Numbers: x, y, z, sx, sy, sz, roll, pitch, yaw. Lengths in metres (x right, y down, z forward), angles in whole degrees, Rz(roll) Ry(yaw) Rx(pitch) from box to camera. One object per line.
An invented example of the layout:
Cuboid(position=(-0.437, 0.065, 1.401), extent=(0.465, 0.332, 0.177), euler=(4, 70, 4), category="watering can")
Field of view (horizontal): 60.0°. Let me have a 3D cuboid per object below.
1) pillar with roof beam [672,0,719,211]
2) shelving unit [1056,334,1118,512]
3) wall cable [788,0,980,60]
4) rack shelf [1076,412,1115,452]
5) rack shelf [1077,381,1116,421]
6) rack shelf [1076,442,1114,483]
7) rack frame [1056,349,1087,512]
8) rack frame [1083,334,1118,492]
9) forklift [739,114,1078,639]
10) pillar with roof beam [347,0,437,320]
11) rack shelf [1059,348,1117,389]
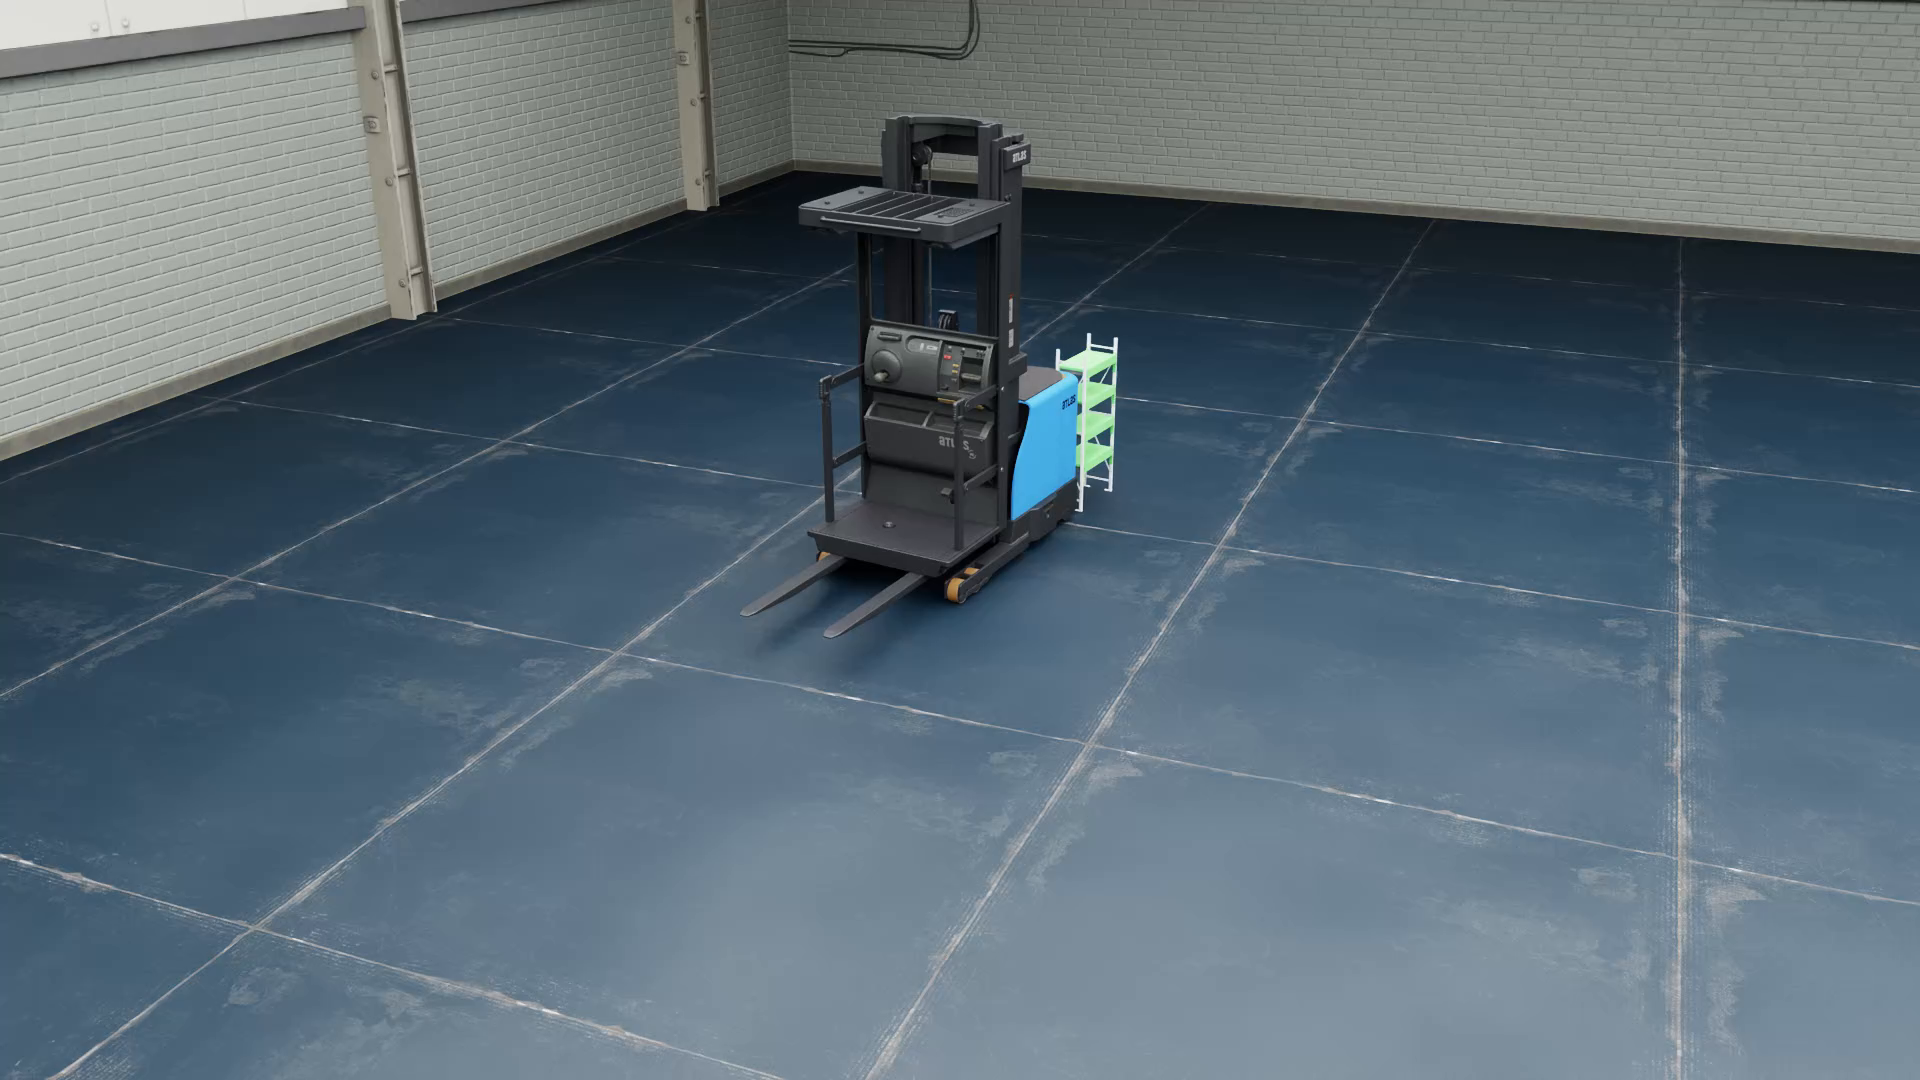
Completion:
Cuboid(position=(0.504, -8.049, 19.344), extent=(9.100, 9.000, 0.400), euler=(9, 24, 20), category="pillar with roof beam")
Cuboid(position=(0.921, -0.866, 12.267), extent=(0.258, 1.200, 0.503), euler=(13, 26, 28), category="shelving unit")
Cuboid(position=(-1.171, -8.097, 23.489), extent=(3.097, 2.526, 0.112), euler=(9, 24, 20), category="wall cable")
Cuboid(position=(0.921, -0.807, 12.291), extent=(0.258, 0.148, 0.480), euler=(13, 26, 28), category="rack shelf")
Cuboid(position=(0.921, -1.029, 12.199), extent=(0.258, 0.148, 0.480), euler=(13, 26, 28), category="rack shelf")
Cuboid(position=(0.921, -0.586, 12.384), extent=(0.258, 0.148, 0.480), euler=(13, 26, 28), category="rack shelf")
Cuboid(position=(0.796, -0.786, 12.074), extent=(0.240, 1.200, 0.015), euler=(13, 26, 28), category="rack frame")
Cuboid(position=(1.047, -0.947, 12.459), extent=(0.240, 1.200, 0.015), euler=(13, 26, 28), category="rack frame")
Cuboid(position=(-0.309, -1.141, 10.679), extent=(1.130, 2.935, 3.031), euler=(12, 26, 27), category="forklift")
Cuboid(position=(-1.724, -5.902, 14.204), extent=(9.100, 9.000, 0.400), euler=(9, 24, 20), category="pillar with roof beam")
Cuboid(position=(0.921, -1.250, 12.106), extent=(0.258, 0.148, 0.480), euler=(13, 26, 28), category="rack shelf")
